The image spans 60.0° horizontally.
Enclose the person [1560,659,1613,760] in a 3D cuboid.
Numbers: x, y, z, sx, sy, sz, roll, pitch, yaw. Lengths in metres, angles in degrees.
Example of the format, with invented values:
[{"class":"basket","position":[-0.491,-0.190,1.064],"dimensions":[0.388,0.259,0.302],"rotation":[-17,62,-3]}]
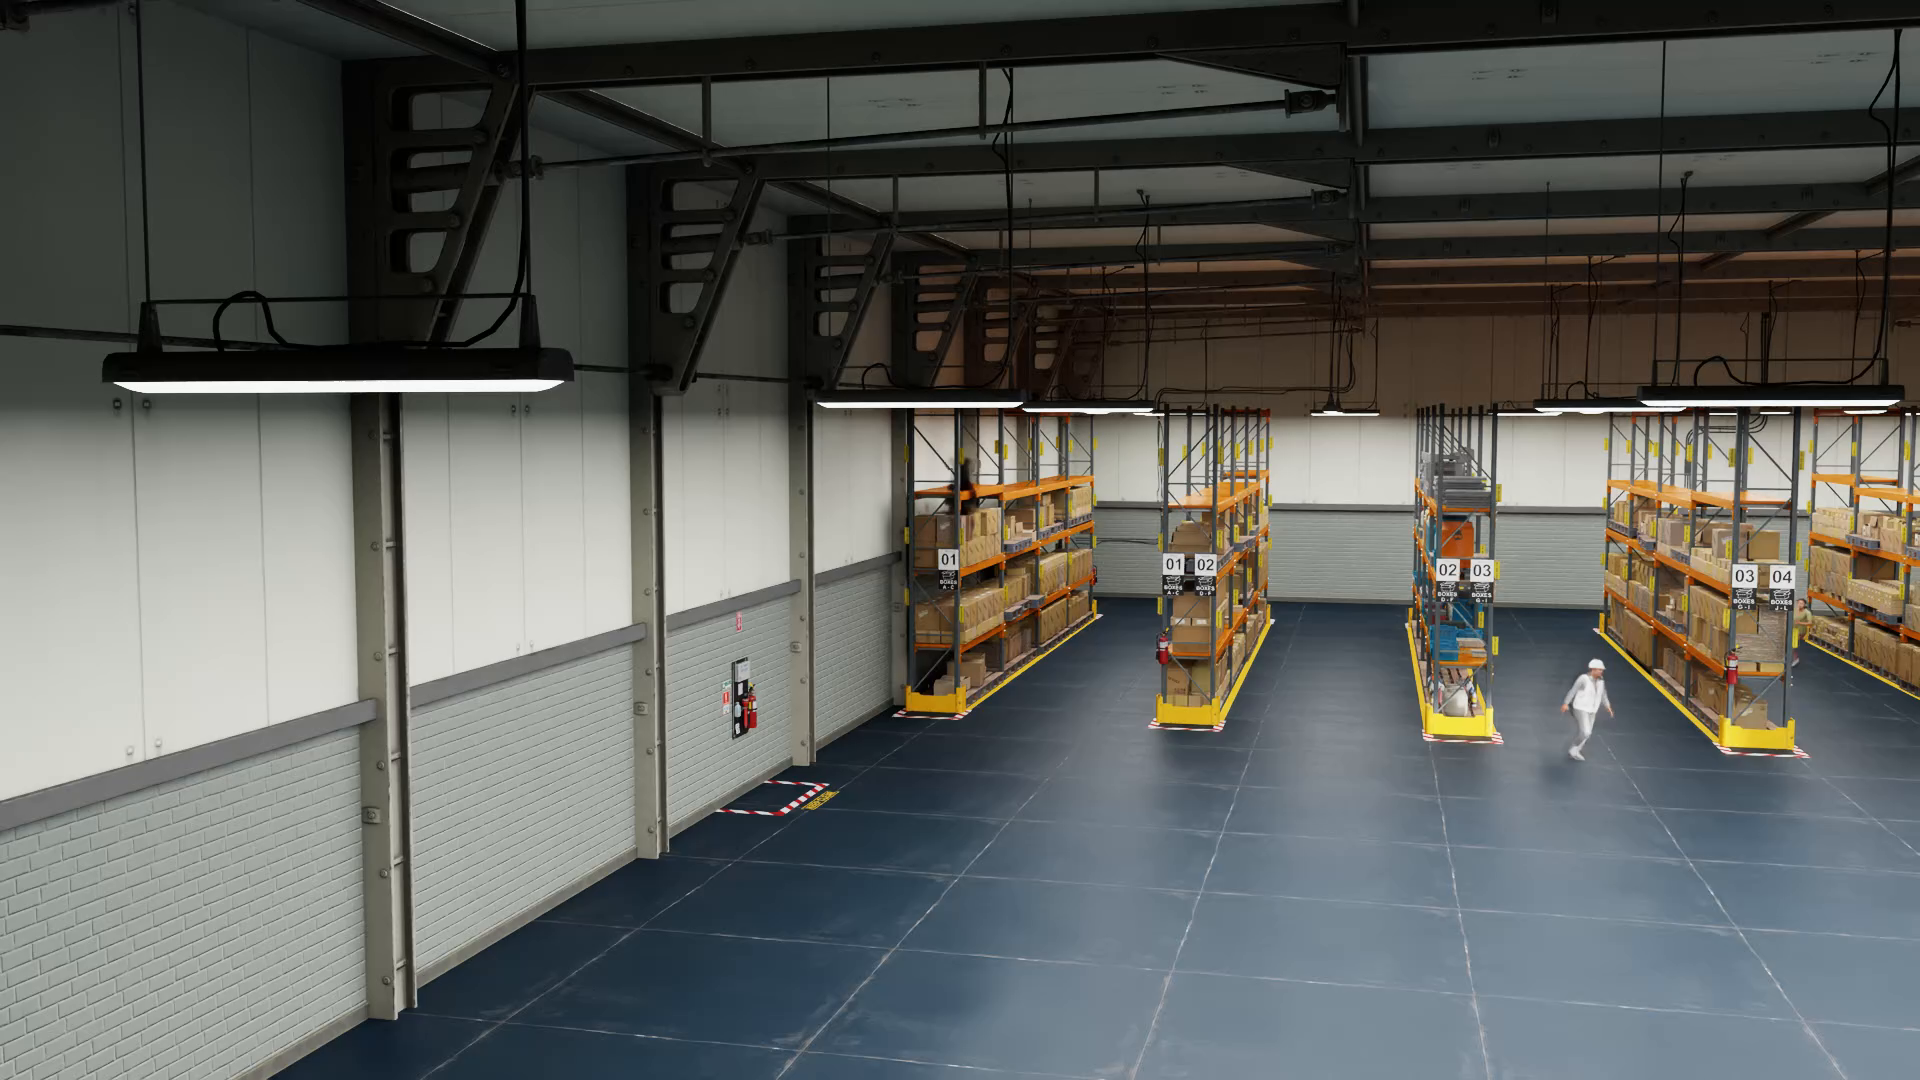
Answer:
[{"class":"person","position":[10.491,2.835,27.789],"dimensions":[0.653,1.726,0.667],"rotation":[-2,5,-26]}]

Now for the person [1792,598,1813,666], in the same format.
[{"class":"person","position":[19.360,2.110,38.477],"dimensions":[0.739,1.575,0.672],"rotation":[4,6,43]}]

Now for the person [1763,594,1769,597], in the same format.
[{"class":"person","position":[20.314,1.796,42.313],"dimensions":[0.583,1.657,0.620],"rotation":[1,4,9]}]
